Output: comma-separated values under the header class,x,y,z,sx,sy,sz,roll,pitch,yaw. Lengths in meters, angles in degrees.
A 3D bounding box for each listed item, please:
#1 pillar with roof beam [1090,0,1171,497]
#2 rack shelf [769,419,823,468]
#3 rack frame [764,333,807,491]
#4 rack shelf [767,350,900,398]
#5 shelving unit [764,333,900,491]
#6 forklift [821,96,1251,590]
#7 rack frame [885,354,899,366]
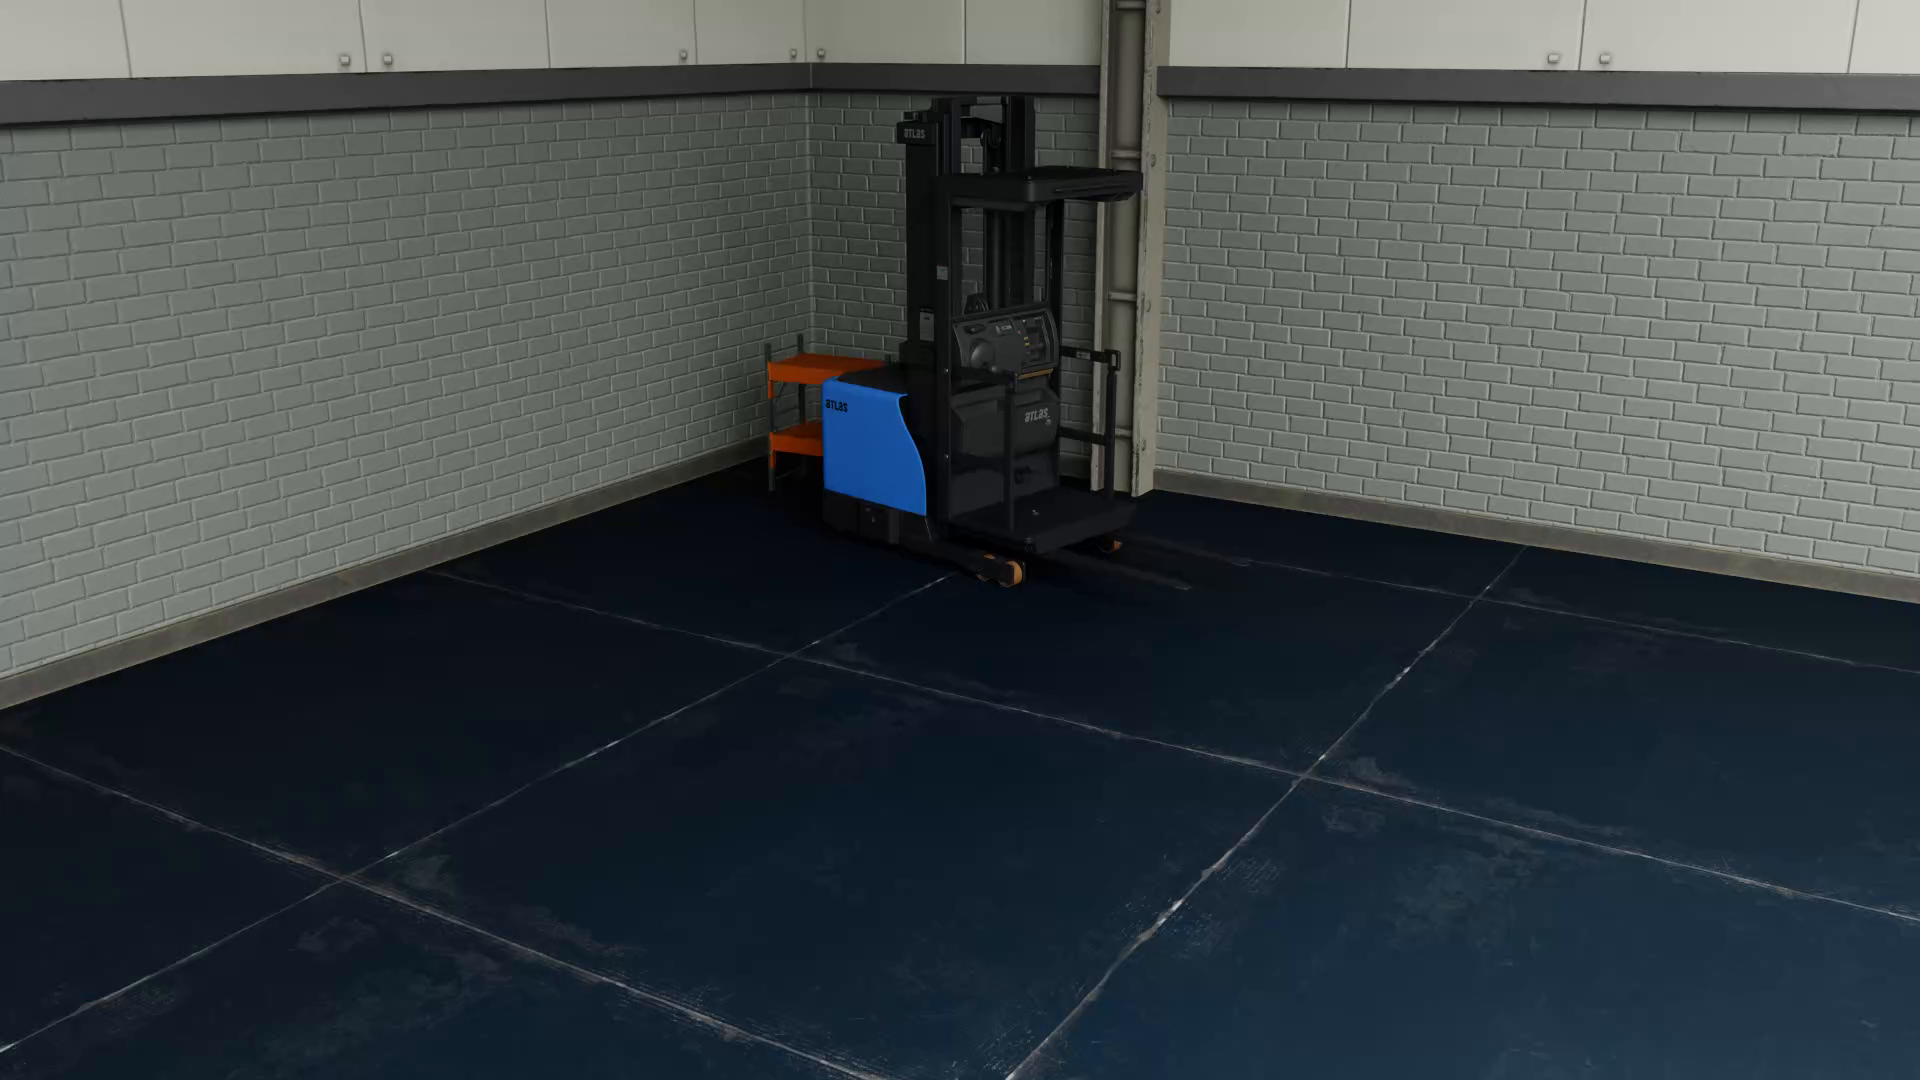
class,x,y,z,sx,sy,sz,roll,pitch,yaw
pillar with roof beam,-1.017,-3.630,7.849,0.400,9.000,9.100,10,20,30
rack shelf,-0.868,-0.677,12.516,1.000,0.278,0.538,8,19,25
rack frame,-1.323,-0.977,12.661,0.032,1.125,0.500,8,19,25
rack shelf,-0.868,-1.191,12.360,1.000,0.278,0.538,8,19,25
shelving unit,-0.868,-0.911,12.445,1.048,1.125,0.538,8,19,25
forklift,0.451,-1.277,10.542,3.031,2.935,1.130,16,23,41
rack frame,-0.413,-0.845,12.228,0.032,1.125,0.500,8,19,25
